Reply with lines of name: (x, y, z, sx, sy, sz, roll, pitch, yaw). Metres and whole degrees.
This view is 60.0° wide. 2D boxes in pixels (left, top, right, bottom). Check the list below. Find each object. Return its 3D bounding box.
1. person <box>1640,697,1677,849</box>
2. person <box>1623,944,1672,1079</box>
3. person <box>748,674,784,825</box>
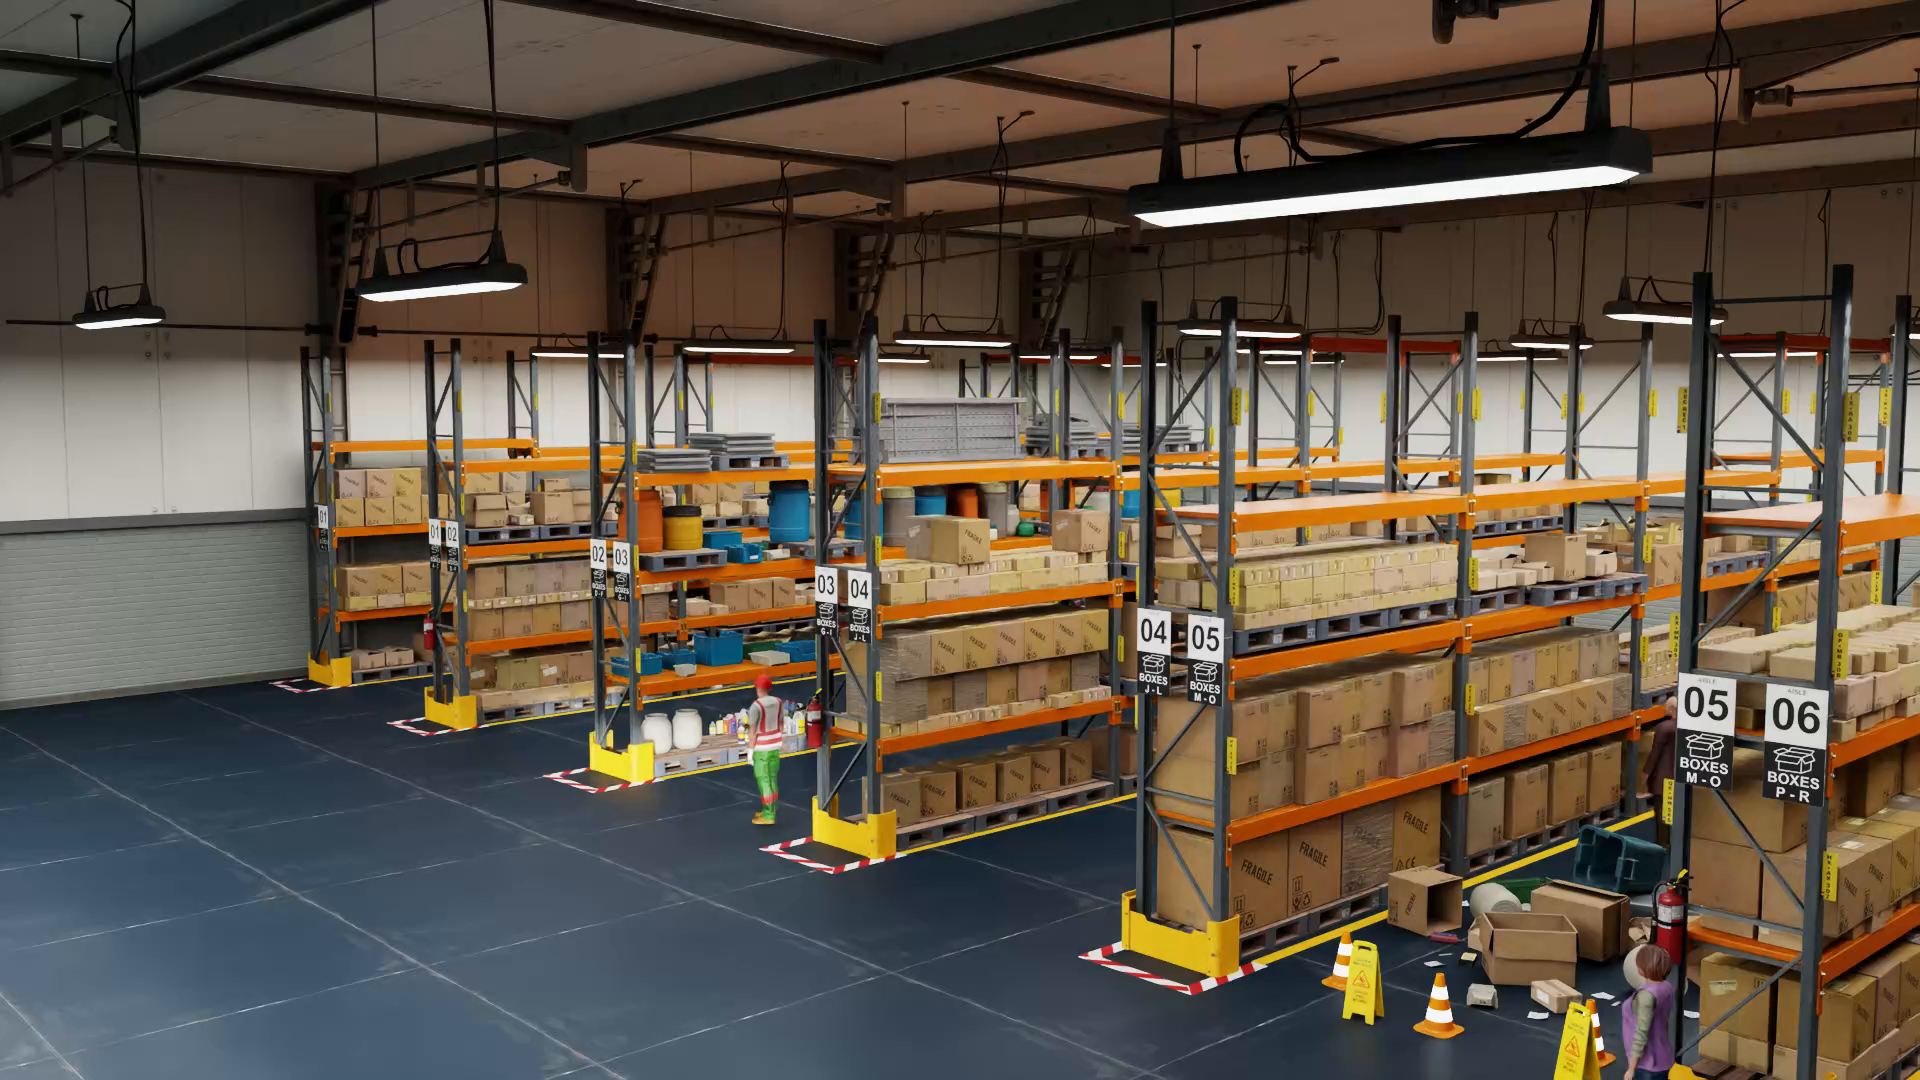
person: (7.987, 2.598, 18.713, 0.641, 1.701, 0.407, 0, 5, -1)
person: (4.545, 3.421, 10.800, 0.665, 1.588, 0.412, 1, 5, 16)
person: (-2.379, 2.504, 19.986, 0.457, 1.801, 0.560, 4, 6, 37)
